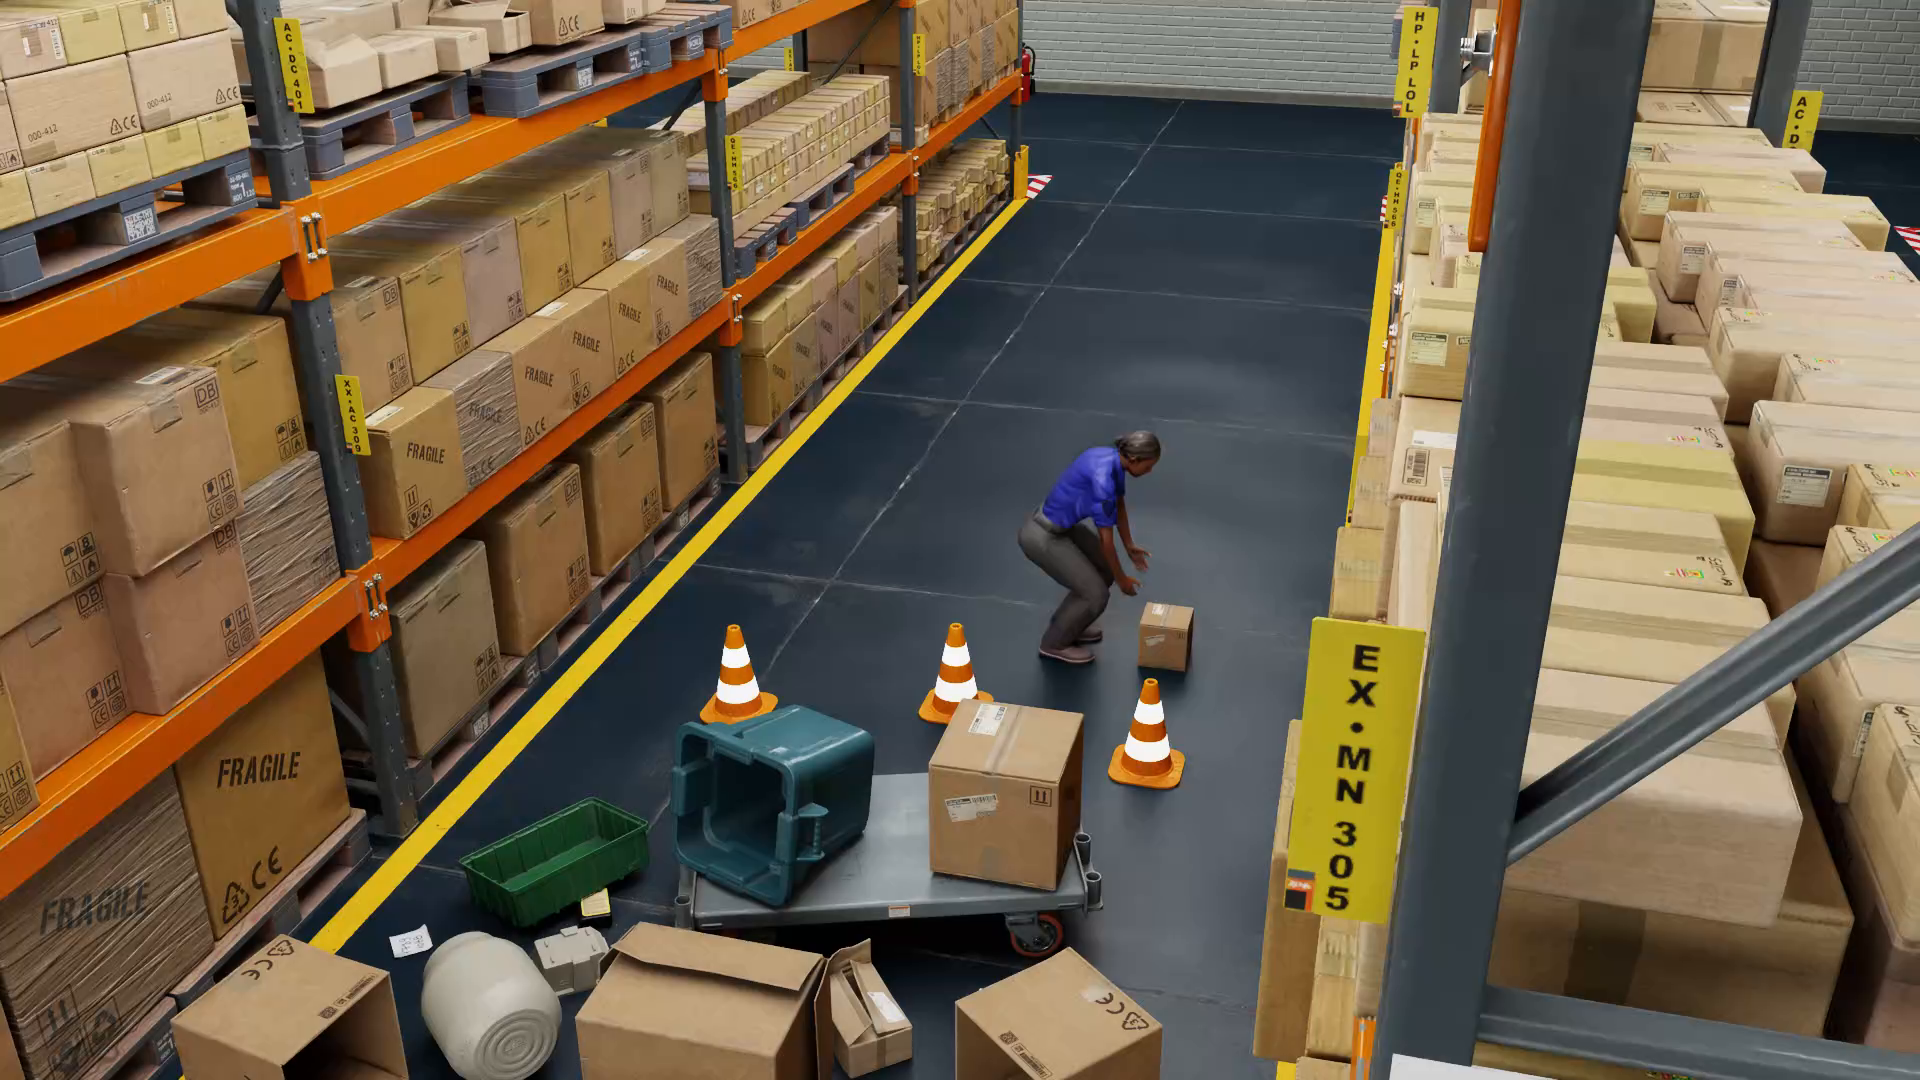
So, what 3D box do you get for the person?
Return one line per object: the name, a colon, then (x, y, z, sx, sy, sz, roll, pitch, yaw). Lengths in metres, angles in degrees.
person: (0.663, 0.000, 8.601, 0.698, 1.248, 0.500, 6, 26, 13)
